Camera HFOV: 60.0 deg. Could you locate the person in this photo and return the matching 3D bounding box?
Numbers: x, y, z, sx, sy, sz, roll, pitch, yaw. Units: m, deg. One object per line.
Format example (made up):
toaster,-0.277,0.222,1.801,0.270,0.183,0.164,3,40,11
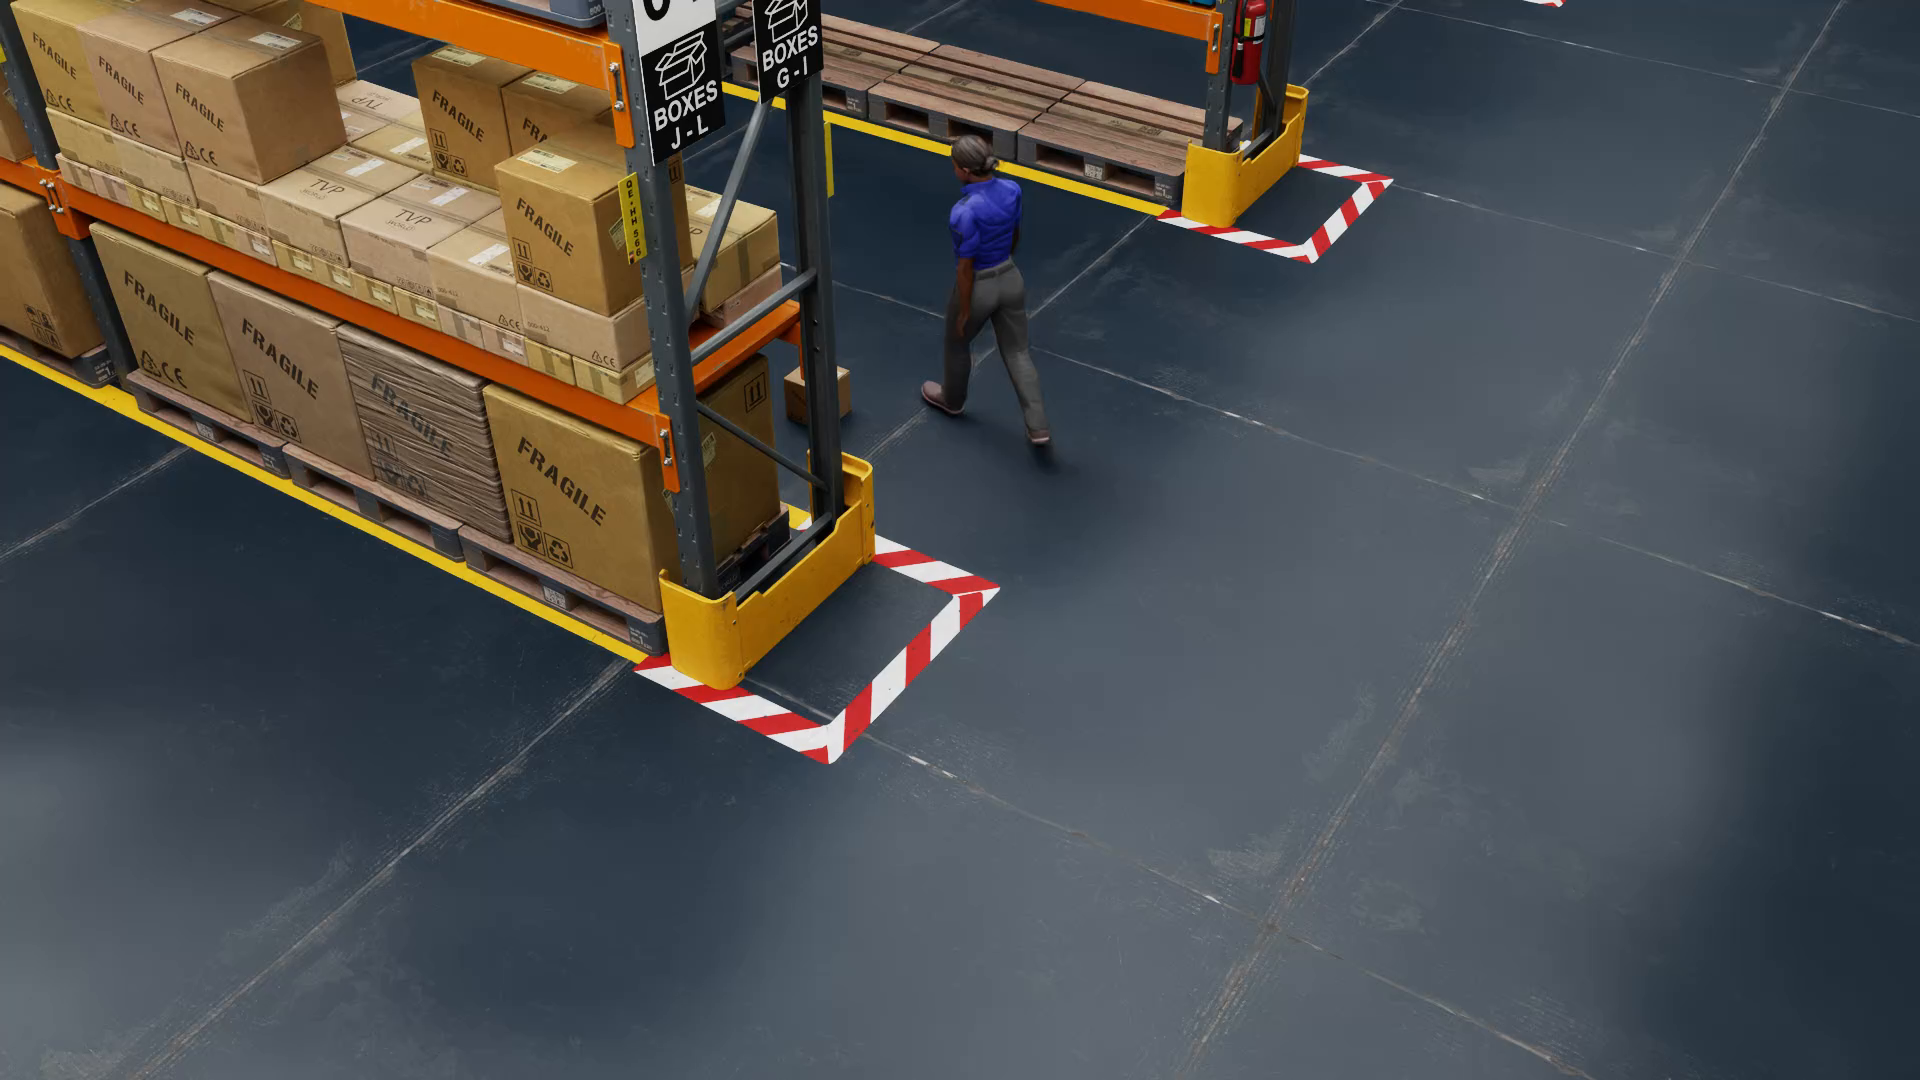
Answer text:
person,0.145,-1.237,8.222,0.481,1.617,0.902,-24,45,-27
